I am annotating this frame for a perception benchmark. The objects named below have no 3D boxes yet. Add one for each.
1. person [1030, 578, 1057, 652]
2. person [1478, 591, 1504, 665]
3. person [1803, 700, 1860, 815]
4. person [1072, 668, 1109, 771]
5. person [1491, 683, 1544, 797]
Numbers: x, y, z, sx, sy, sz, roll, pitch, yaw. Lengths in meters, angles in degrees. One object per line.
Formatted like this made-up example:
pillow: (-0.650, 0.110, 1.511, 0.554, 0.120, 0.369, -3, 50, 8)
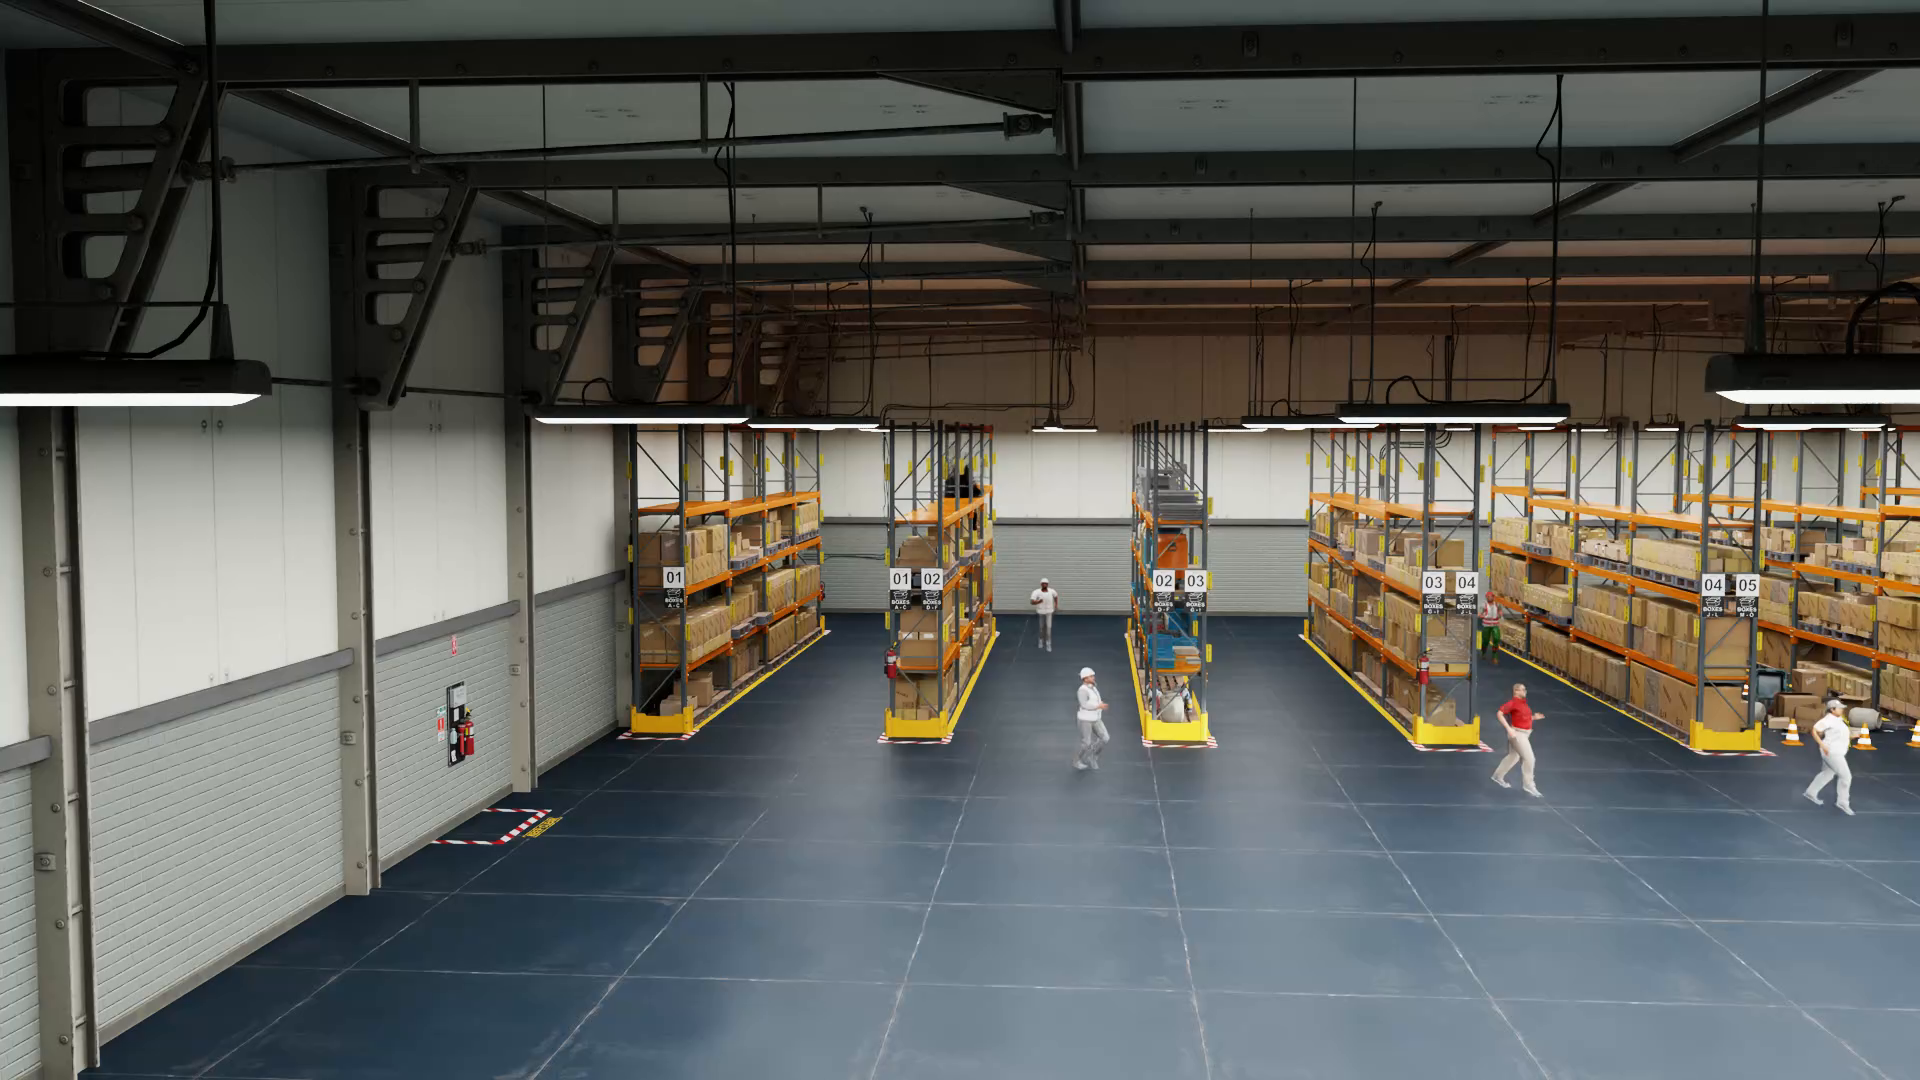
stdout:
person: (2.127, 1.875, 42.042, 0.718, 1.838, 0.779, 0, 4, -3)
person: (13.342, 2.187, 41.781, 0.667, 1.801, 0.908, 0, 4, 5)
person: (13.281, 3.289, 25.329, 0.755, 1.728, 0.581, 3, 5, 38)
person: (2.226, 3.053, 28.245, 0.694, 1.777, 0.628, 3, 4, 35)
person: (8.900, 3.177, 26.541, 0.837, 1.787, 0.640, 2, 4, 29)
